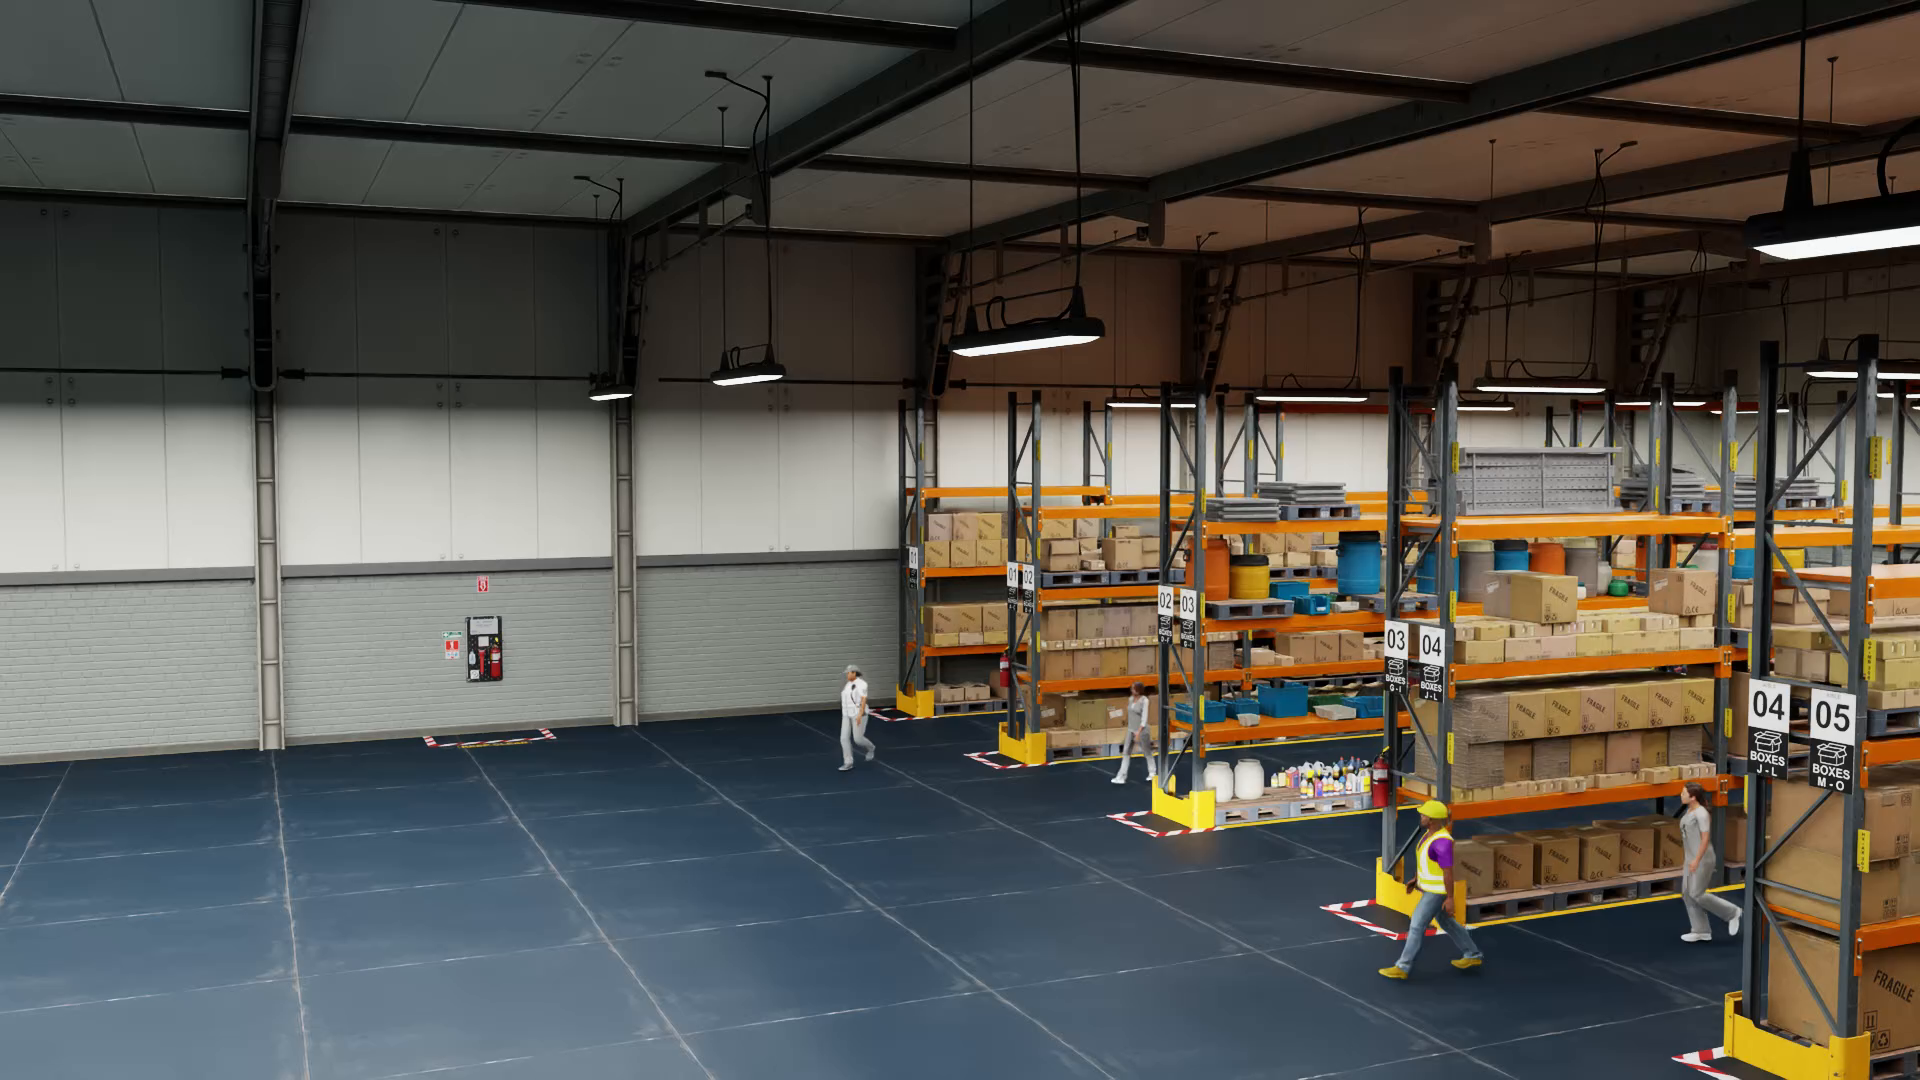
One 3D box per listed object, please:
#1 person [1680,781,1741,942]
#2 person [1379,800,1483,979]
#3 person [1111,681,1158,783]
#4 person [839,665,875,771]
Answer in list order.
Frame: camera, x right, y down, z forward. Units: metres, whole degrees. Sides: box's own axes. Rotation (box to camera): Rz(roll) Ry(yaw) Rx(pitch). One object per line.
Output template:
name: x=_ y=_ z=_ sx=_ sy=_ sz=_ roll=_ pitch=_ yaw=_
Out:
person: x=7.765 y=3.332 z=17.261 sx=0.590 sy=1.652 sz=0.479 roll=0 pitch=3 yaw=-3
person: x=4.552 y=3.360 z=16.058 sx=1.091 sy=1.715 sz=0.698 roll=0 pitch=3 yaw=-5
person: x=2.656 y=2.919 z=25.104 sx=0.432 sy=1.505 sz=0.949 roll=3 pitch=5 yaw=43
person: x=-1.669 y=2.799 z=26.337 sx=0.495 sy=1.632 sz=0.709 roll=3 pitch=5 yaw=42
